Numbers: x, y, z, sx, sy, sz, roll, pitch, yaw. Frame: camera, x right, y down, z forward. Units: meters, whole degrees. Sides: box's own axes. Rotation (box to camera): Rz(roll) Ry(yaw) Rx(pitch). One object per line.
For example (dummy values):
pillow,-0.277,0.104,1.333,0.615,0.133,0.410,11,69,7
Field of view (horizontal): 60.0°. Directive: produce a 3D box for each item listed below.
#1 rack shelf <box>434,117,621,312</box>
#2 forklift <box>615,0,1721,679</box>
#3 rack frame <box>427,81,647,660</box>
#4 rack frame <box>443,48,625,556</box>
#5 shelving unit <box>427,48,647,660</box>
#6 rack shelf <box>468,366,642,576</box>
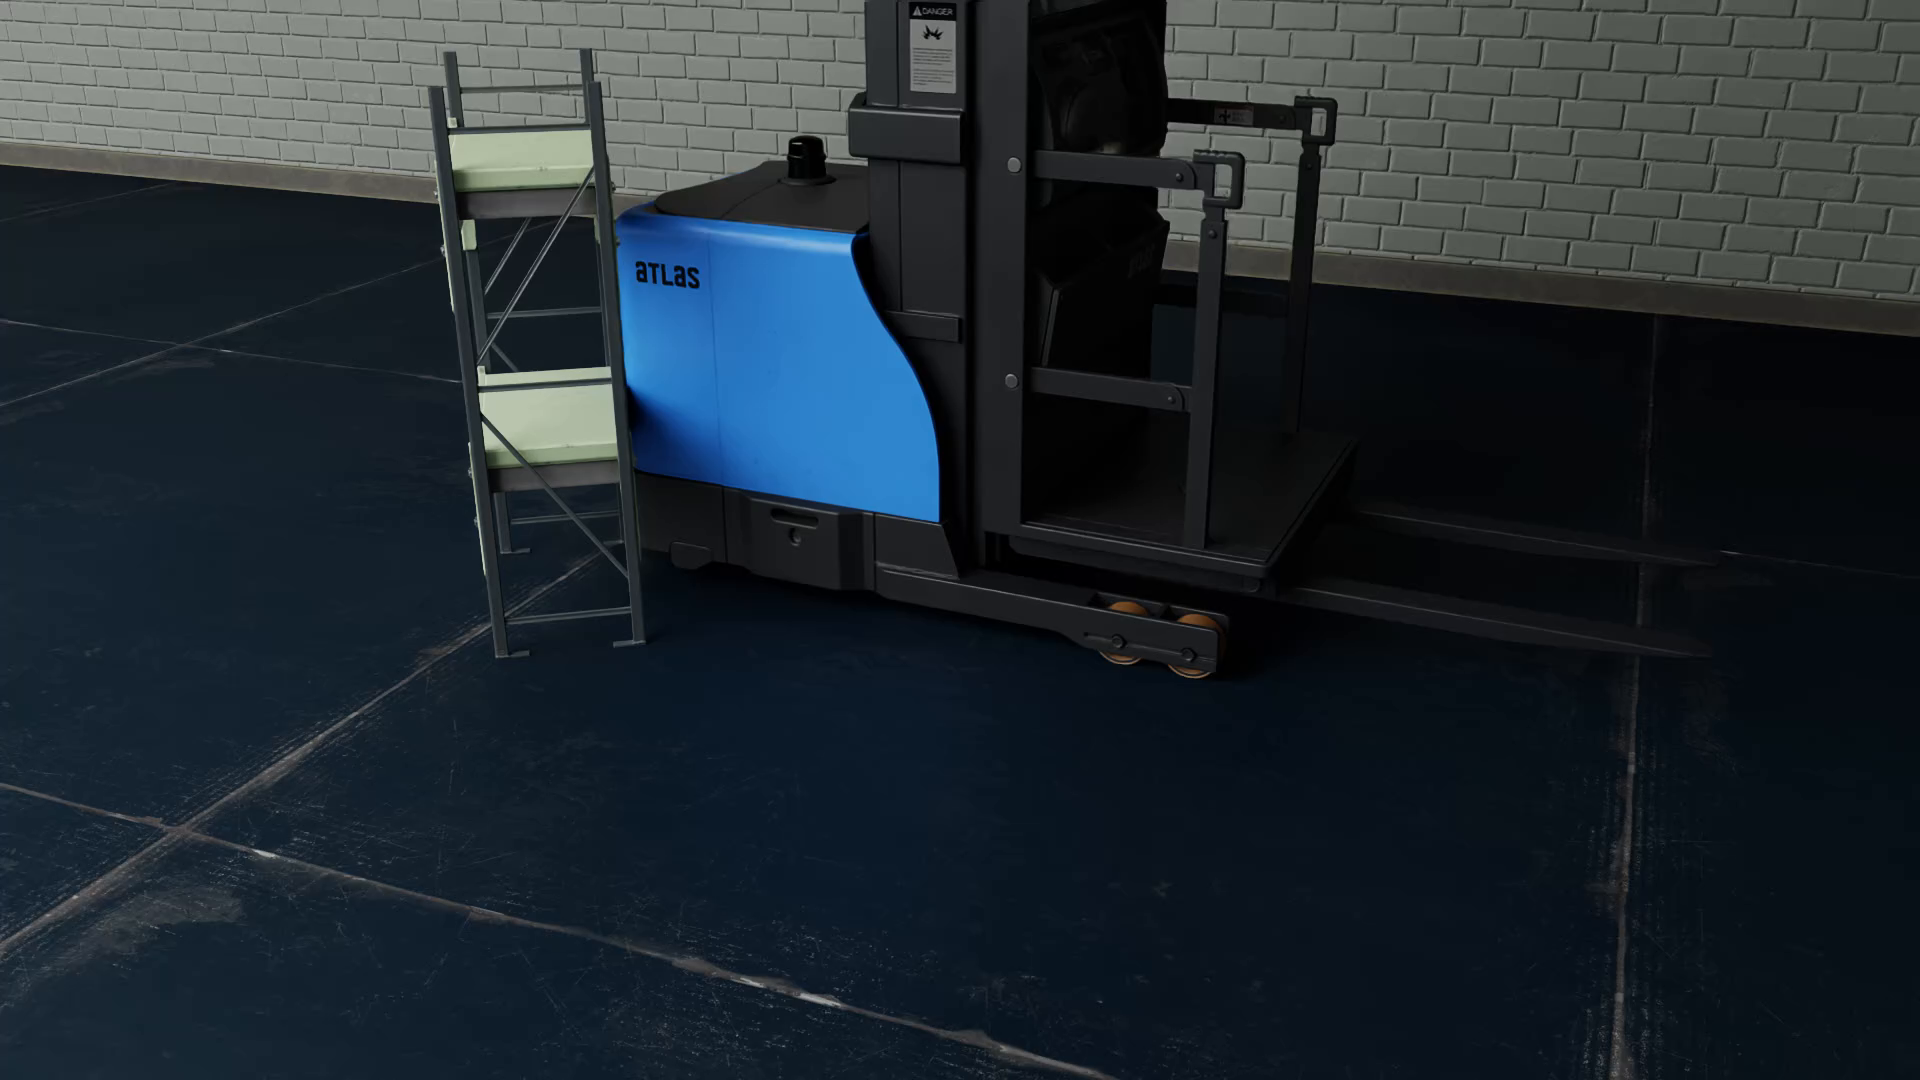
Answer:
rack shelf,-1.141,-0.889,4.419,0.431,0.370,0.720,-5,23,-12
forklift,0.566,-1.220,4.369,3.031,2.935,1.130,10,25,22
rack frame,-1.057,-0.391,4.241,0.400,1.500,0.023,-5,23,-12
rack frame,-1.225,-0.666,4.898,0.400,1.500,0.023,-5,23,-12
shelving unit,-1.141,-0.529,4.569,0.431,1.500,0.755,-5,23,-12
rack shelf,-1.141,-0.228,4.695,0.431,0.370,0.720,-5,23,-12
